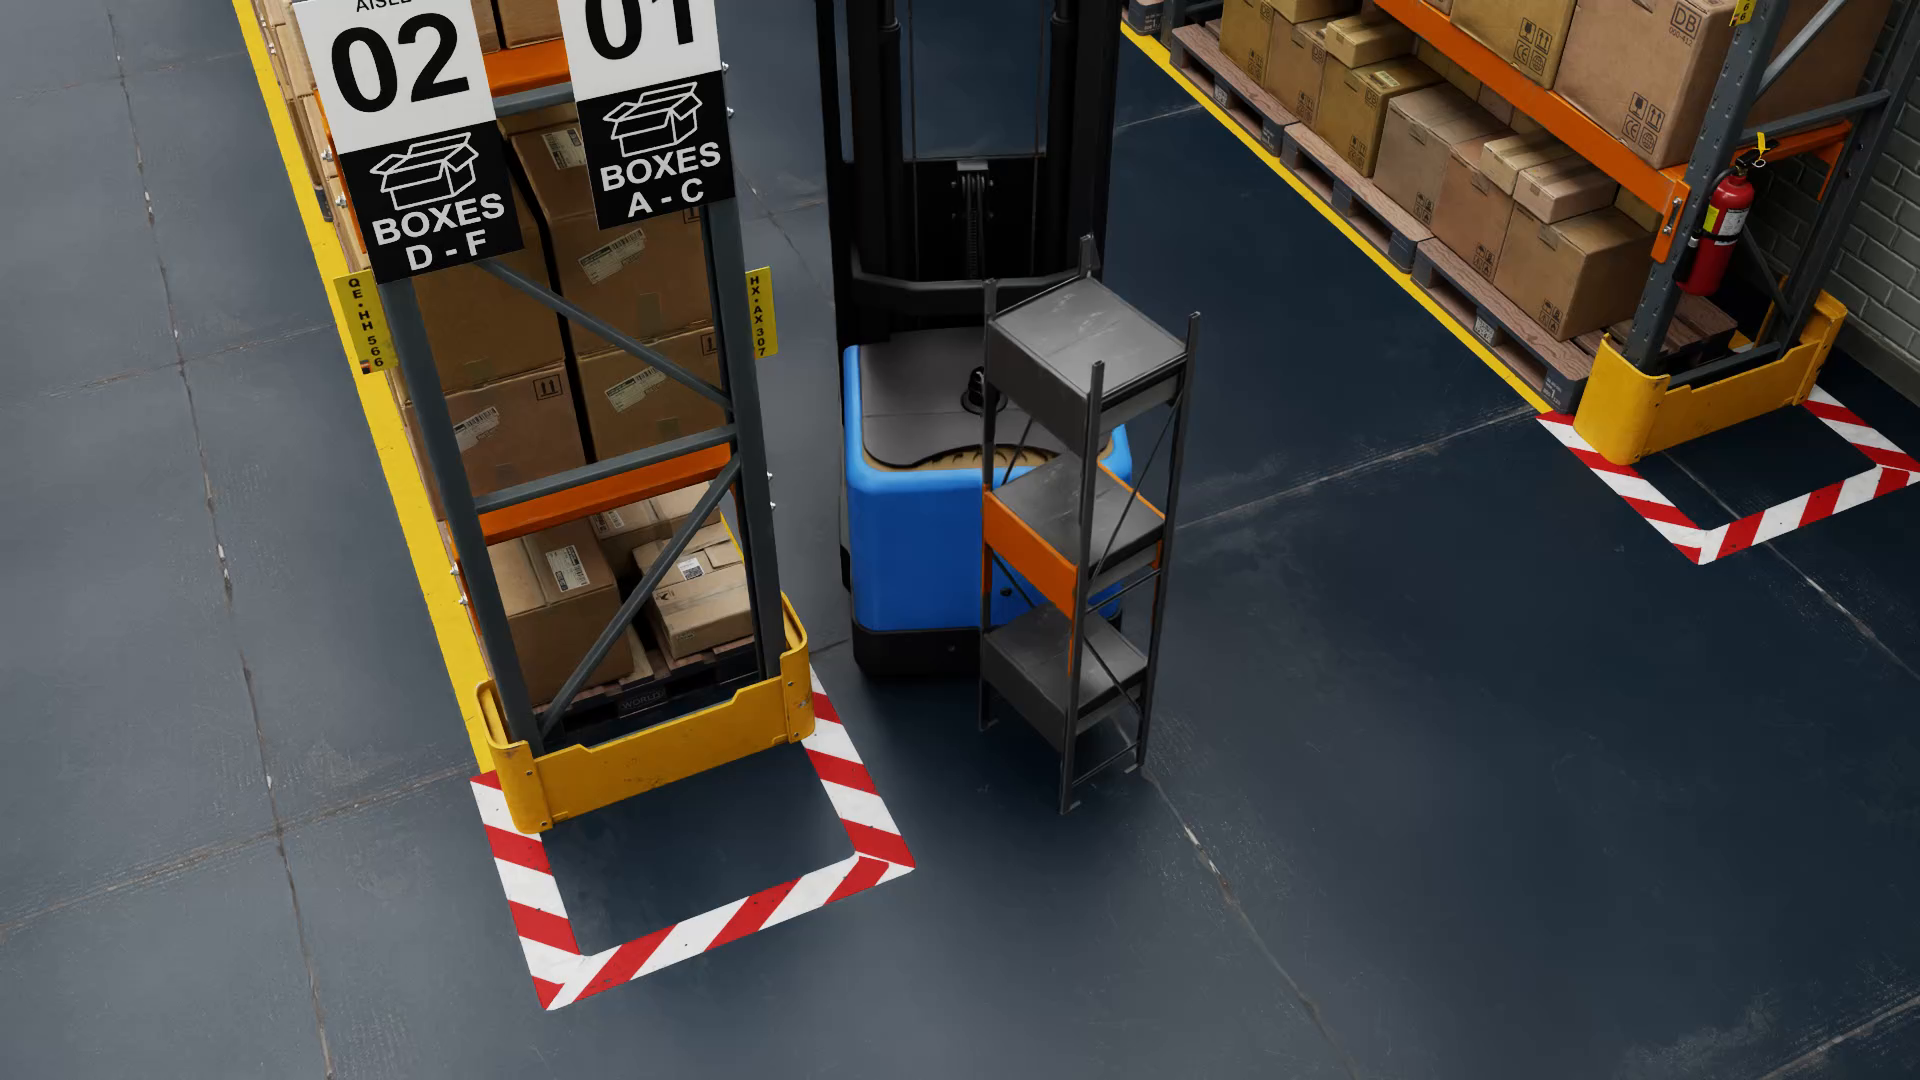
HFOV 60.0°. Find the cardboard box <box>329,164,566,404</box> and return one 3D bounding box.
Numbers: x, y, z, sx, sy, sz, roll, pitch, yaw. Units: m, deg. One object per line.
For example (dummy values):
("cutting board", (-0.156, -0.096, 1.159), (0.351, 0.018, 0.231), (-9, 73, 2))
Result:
("cardboard box", (-1.542, -0.811, 5.022), (0.500, 0.500, 0.500), (-18, 48, -18))

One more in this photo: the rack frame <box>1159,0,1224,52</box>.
("rack frame", (1.706, -4.232, 9.272), (1.000, 3.000, 0.127), (-18, 47, -17))

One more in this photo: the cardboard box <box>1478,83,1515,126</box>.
("cardboard box", (2.811, -2.213, 8.245), (0.380, 0.149, 0.250), (-17, 47, -17))

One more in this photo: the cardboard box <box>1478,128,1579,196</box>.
("cardboard box", (2.675, -1.781, 7.807), (0.380, 0.149, 0.250), (-17, 47, -16))

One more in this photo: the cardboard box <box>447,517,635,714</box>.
("cardboard box", (-1.557, 0.242, 6.204), (0.500, 0.500, 0.500), (-18, 47, -17))

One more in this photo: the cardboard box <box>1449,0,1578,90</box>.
("cardboard box", (2.848, -2.572, 7.376), (0.980, 0.700, 0.700), (-18, 48, -18))

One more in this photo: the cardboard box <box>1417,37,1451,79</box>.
("cardboard box", (2.596, -2.538, 8.574), (0.380, 0.149, 0.250), (-19, 48, -18))

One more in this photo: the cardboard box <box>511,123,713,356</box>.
("cardboard box", (-1.052, -0.970, 5.183), (0.500, 0.500, 0.500), (-17, 47, -16))

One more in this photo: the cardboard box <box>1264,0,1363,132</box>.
("cardboard box", (2.136, -2.663, 9.163), (0.700, 0.500, 0.500), (-18, 48, -18))

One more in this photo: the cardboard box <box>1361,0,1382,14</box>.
("cardboard box", (2.381, -2.864, 8.904), (0.380, 0.149, 0.250), (-19, 48, -19))

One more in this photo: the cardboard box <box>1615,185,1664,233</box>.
("cardboard box", (3.237, -1.569, 7.592), (0.380, 0.149, 0.250), (-18, 47, -17))

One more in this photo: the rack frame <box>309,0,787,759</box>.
("rack frame", (-1.105, -0.217, 5.203), (1.000, 3.000, 0.127), (-18, 47, -17))

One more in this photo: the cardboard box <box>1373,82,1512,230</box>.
("cardboard box", (2.580, -1.998, 8.489), (0.700, 0.500, 0.500), (-19, 48, -19))

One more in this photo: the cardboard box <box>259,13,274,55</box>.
("cardboard box", (-3.455, -2.581, 9.065), (0.500, 0.500, 0.500), (-18, 47, -17))

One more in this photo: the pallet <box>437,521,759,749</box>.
("pallet", (-1.473, 0.219, 6.747), (1.003, 0.211, 1.213), (-18, 47, -17))

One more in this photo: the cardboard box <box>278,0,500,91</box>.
("cardboard box", (-1.560, -1.481, 4.455), (0.500, 0.250, 0.500), (-18, 47, -17))

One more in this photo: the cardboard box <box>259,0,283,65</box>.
("cardboard box", (-2.411, -2.118, 6.347), (0.500, 0.500, 0.500), (-19, 48, -19))

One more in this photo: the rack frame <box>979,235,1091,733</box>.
("rack frame", (0.236, -0.097, 5.722), (0.400, 2.100, 0.015), (-28, 51, -25))

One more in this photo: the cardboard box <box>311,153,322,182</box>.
("cardboard box", (-2.393, -1.752, 6.687), (0.500, 0.500, 0.500), (-18, 47, -18))

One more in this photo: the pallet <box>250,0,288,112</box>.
("pallet", (-3.680, -3.060, 10.069), (1.003, 0.211, 1.213), (-18, 47, -17))

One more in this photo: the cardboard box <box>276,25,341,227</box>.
("cardboard box", (-1.977, -1.462, 5.682), (0.500, 0.500, 0.500), (-17, 47, -16))

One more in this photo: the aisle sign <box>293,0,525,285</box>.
("aisle sign", (-1.354, -1.009, 4.155), (0.394, 0.787, 0.004), (-18, 47, -17))

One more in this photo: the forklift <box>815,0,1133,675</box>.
("forklift", (0.014, -1.547, 6.600), (1.130, 2.935, 3.031), (-3, 45, -3))

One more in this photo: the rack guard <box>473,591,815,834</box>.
("rack guard", (-1.137, 0.624, 6.131), (1.175, 0.500, 0.348), (-18, 47, -17))

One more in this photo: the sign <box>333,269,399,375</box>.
("sign", (-1.617, -0.591, 4.533), (0.100, 0.325, 0.005), (-18, 47, -17))

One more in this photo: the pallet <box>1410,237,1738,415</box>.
("pallet", (2.981, -1.176, 8.161), (1.003, 0.211, 1.213), (-18, 47, -17))

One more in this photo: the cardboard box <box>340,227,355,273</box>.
("cardboard box", (-1.966, -1.107, 6.034), (0.500, 0.500, 0.500), (-18, 47, -17))

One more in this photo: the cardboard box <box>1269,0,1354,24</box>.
("cardboard box", (1.906, -2.943, 8.985), (0.380, 0.149, 0.250), (-17, 47, -16))

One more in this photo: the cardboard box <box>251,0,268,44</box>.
("cardboard box", (-3.881, -3.224, 9.717), (0.500, 0.500, 0.500), (-20, 48, -19))

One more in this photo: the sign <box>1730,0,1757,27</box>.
("sign", (2.890, -2.028, 6.045), (0.100, 0.325, 0.005), (-18, 47, -17))

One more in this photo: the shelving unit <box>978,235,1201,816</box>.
("shelving unit", (0.383, 0.040, 5.583), (0.431, 2.100, 0.503), (-28, 51, -25))

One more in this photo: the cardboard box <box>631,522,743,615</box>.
("cardboard box", (-1.074, 0.107, 6.579), (0.380, 0.166, 0.250), (-18, 47, -17))

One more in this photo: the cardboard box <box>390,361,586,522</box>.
("cardboard box", (-1.540, -0.458, 5.376), (0.500, 0.500, 0.500), (-17, 47, -16))

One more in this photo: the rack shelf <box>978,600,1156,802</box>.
("rack shelf", (0.383, 0.548, 6.085), (0.431, 0.518, 0.480), (-28, 51, -25))

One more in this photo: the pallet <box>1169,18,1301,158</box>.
("pallet", (1.955, -2.731, 9.737), (1.003, 0.211, 1.213), (-18, 47, -17))

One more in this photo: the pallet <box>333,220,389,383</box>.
("pallet", (-2.499, -1.336, 8.322), (1.003, 0.211, 1.213), (-18, 47, -17))

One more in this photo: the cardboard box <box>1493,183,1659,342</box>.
("cardboard box", (3.003, -1.359, 7.841), (0.700, 0.500, 0.500), (-18, 47, -17))

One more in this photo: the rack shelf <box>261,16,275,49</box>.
("rack shelf", (-3.628, -3.785, 9.331), (1.077, 0.370, 4.000), (-18, 47, -17))

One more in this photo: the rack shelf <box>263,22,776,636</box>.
("rack shelf", (-1.946, -1.236, 6.748), (1.077, 0.370, 4.000), (-18, 47, -17))
